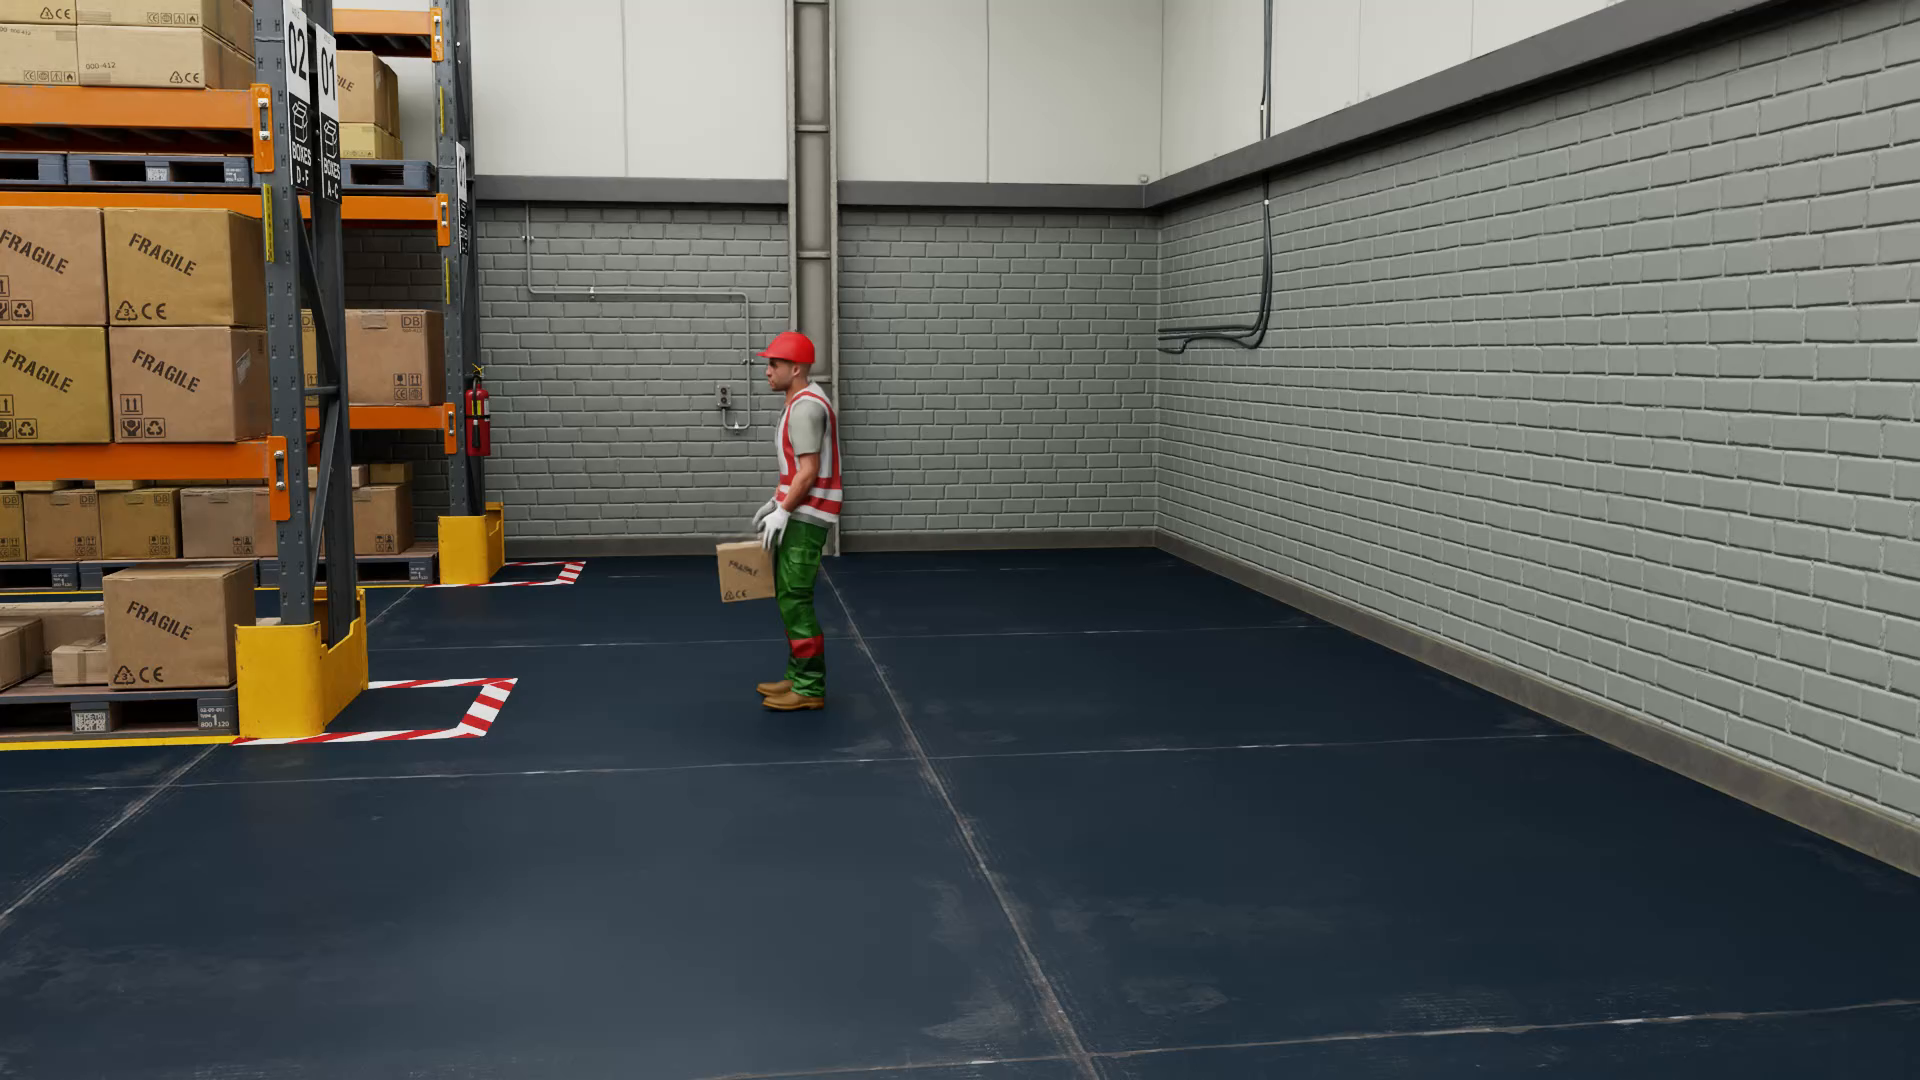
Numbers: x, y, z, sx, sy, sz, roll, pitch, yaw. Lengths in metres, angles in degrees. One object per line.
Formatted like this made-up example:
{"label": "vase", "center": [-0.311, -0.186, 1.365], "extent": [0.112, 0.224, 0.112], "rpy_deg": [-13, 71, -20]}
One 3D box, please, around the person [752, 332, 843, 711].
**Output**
{"label": "person", "center": [-0.775, -0.094, 7.942], "extent": [0.414, 1.788, 0.544], "rpy_deg": [-1, 6, -10]}
